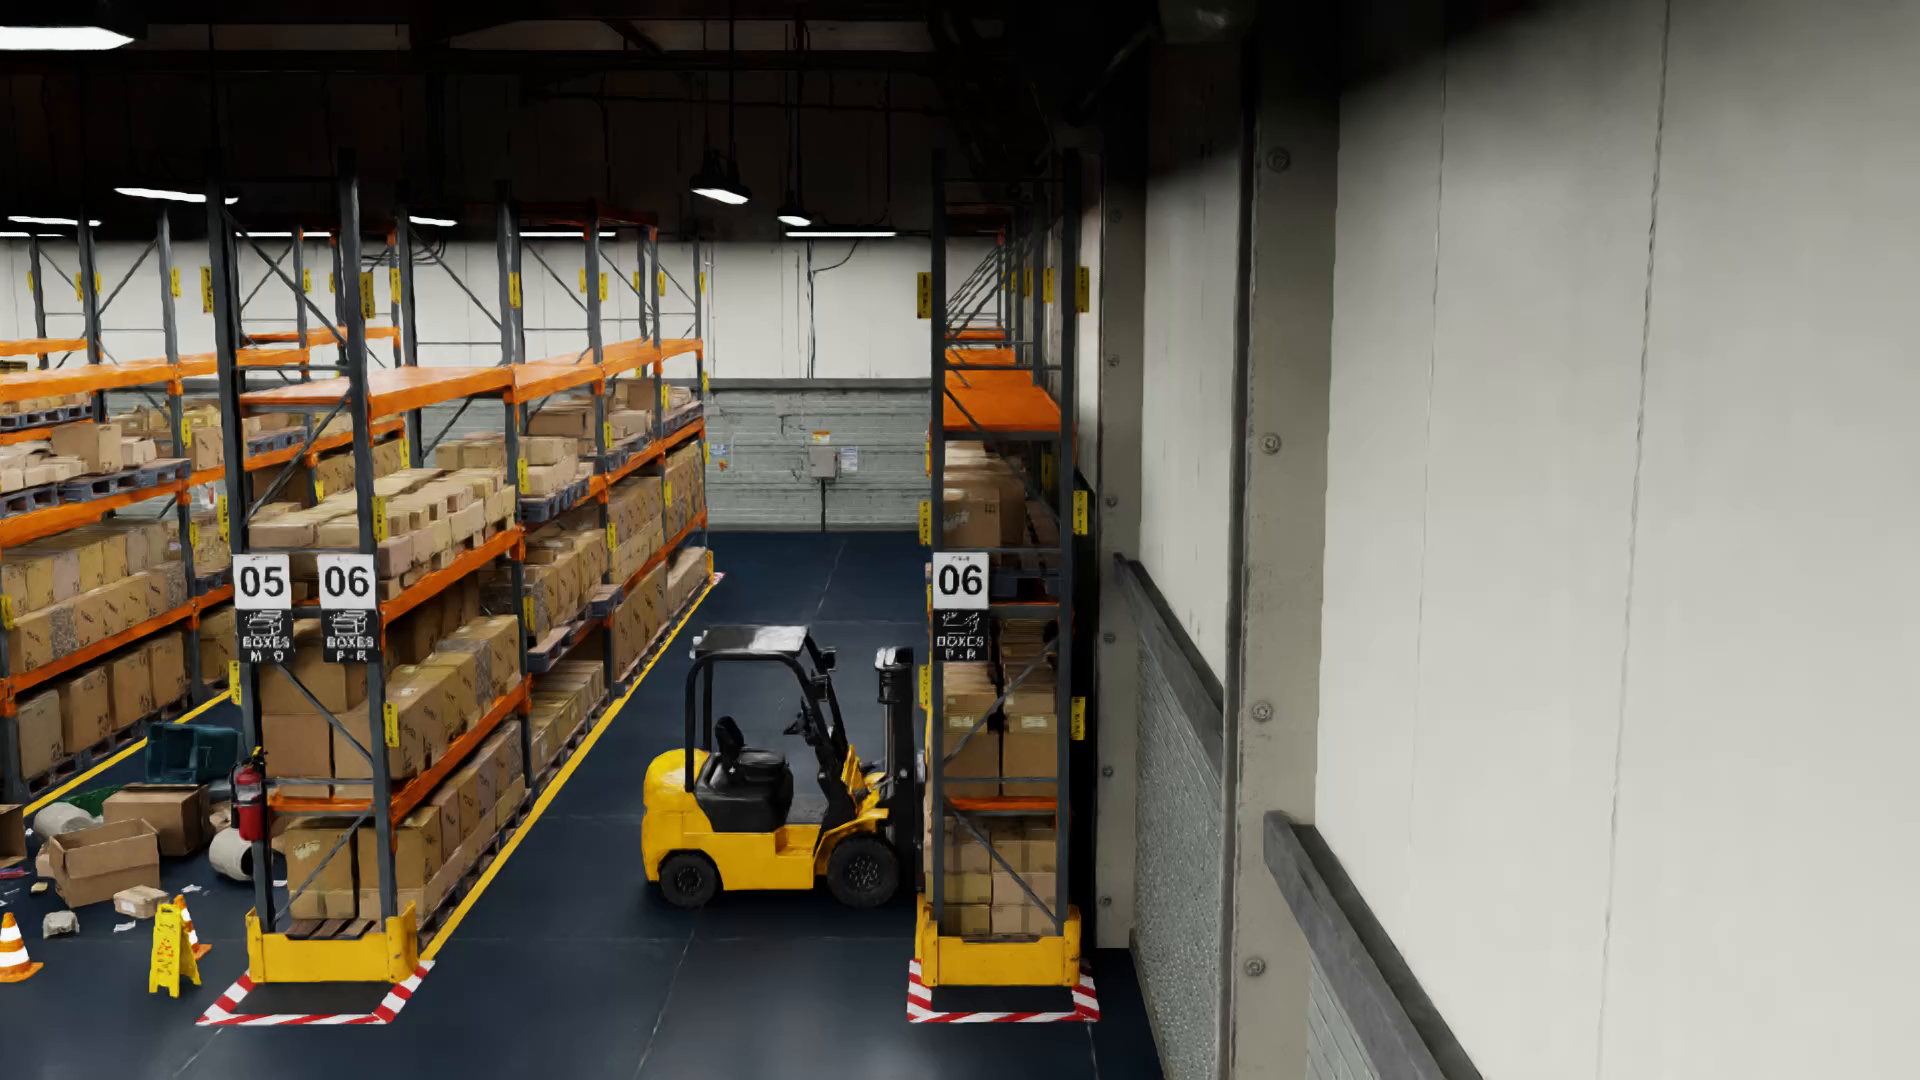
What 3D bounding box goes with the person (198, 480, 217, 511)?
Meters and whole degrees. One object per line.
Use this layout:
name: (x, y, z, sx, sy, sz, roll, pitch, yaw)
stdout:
person: (-13.955, -0.666, 31.061, 0.553, 1.781, 0.647, -5, 10, -29)
